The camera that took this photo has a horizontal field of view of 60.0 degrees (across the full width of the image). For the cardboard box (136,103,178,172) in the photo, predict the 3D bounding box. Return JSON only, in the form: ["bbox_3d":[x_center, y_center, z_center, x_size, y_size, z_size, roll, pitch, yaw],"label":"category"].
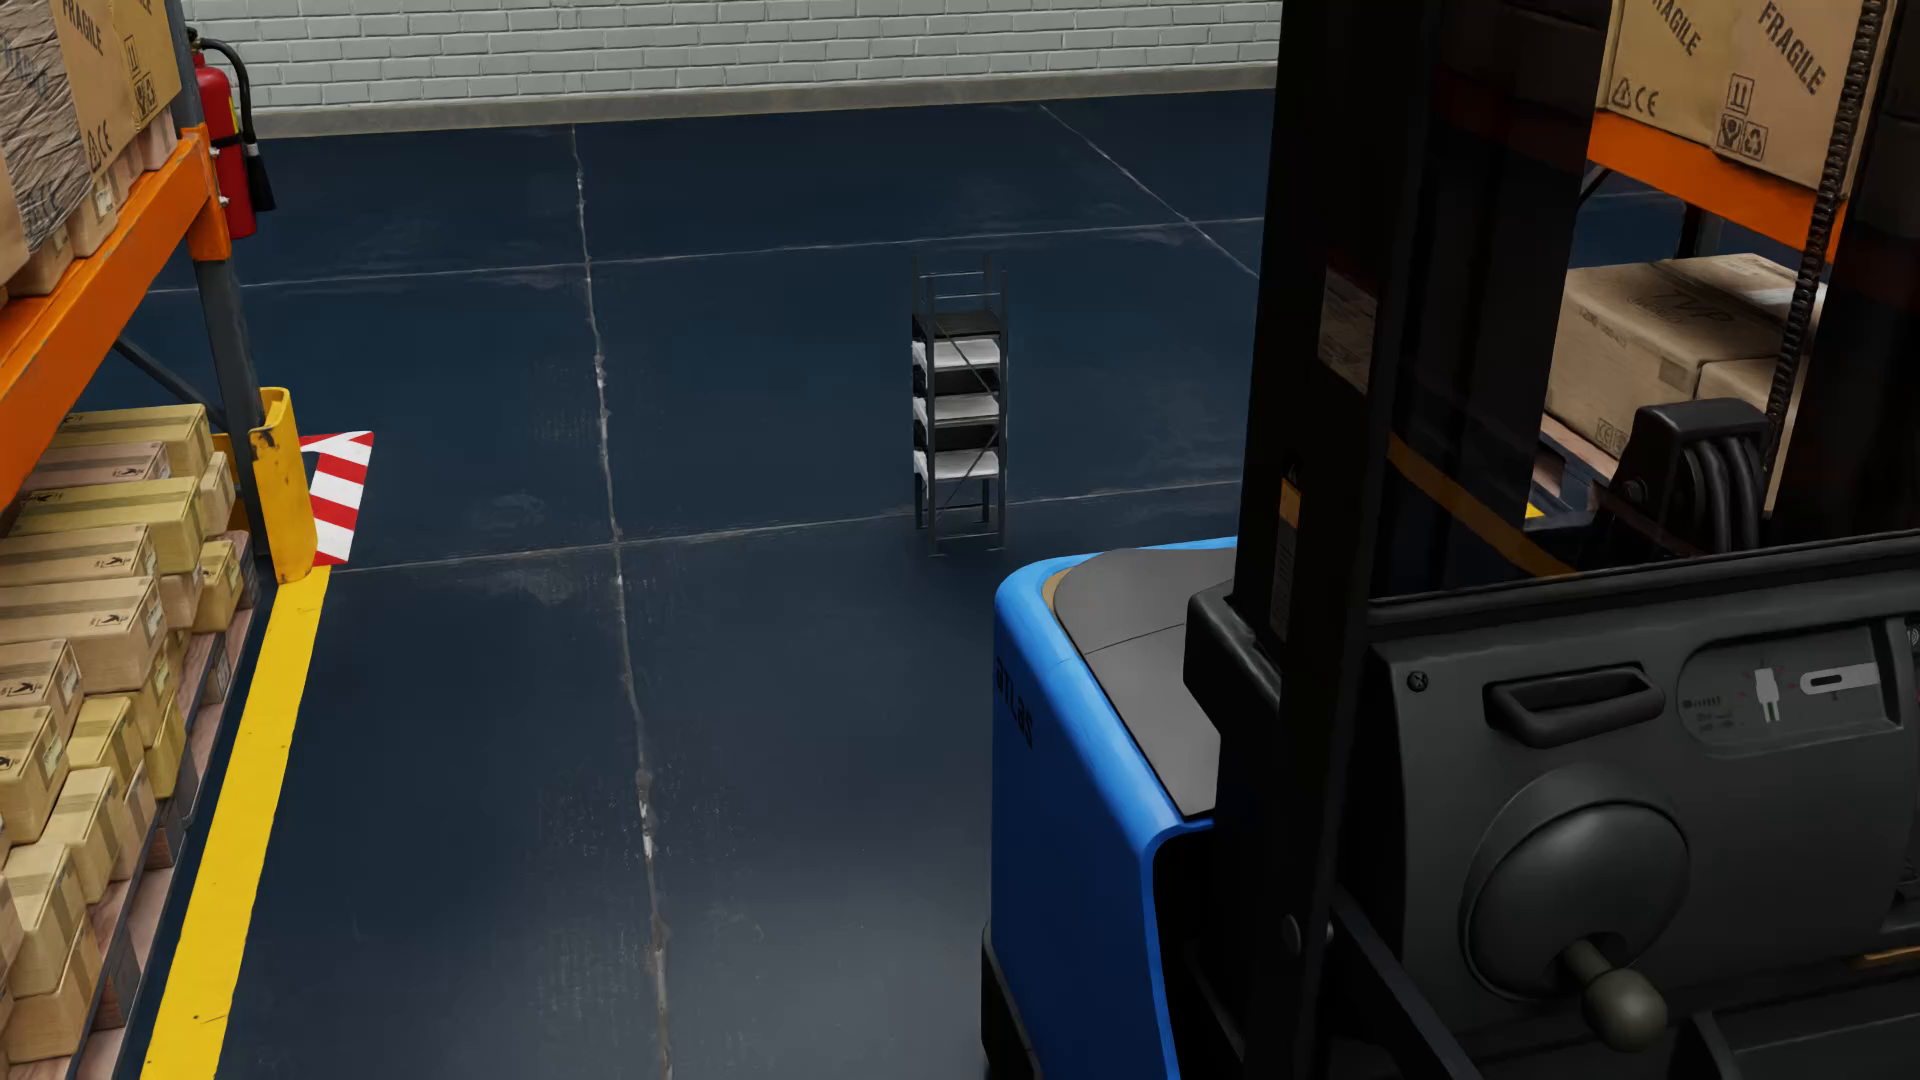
[{"bbox_3d":[-2.239,-1.037,4.254,0.380,0.149,0.250,-6,27,-12],"label":"cardboard box"}]

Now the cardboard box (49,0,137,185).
[{"bbox_3d":[-2.125,-1.043,3.546,0.500,0.500,0.500,-6,27,-12],"label":"cardboard box"}]

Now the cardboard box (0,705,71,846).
[{"bbox_3d":[-1.889,0.451,3.064,0.380,0.149,0.250,-6,27,-11],"label":"cardboard box"}]

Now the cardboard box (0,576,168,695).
[{"bbox_3d":[-1.927,0.212,3.538,0.380,0.149,0.250,-5,27,-10],"label":"cardboard box"}]

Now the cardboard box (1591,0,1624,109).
[{"bbox_3d":[2.041,-1.615,5.010,0.500,0.500,0.500,-6,27,-12],"label":"cardboard box"}]

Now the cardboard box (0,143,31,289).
[{"bbox_3d":[-1.899,-0.601,2.671,0.500,0.500,0.500,-5,27,-9],"label":"cardboard box"}]

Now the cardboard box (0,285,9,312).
[{"bbox_3d":[-2.034,-0.462,3.116,0.380,0.149,0.250,-7,28,-14],"label":"cardboard box"}]

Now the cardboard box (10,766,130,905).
[{"bbox_3d":[-1.814,0.578,3.143,0.380,0.149,0.250,-6,27,-11],"label":"cardboard box"}]

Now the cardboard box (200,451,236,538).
[{"bbox_3d":[-2.191,-0.108,4.503,0.380,0.149,0.250,-7,28,-13],"label":"cardboard box"}]

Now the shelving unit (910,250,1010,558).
[{"bbox_3d":[-0.002,-0.405,5.054,0.258,0.900,0.210,-6,27,-12],"label":"shelving unit"}]

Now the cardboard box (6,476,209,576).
[{"bbox_3d":[-2.039,-0.020,3.998,0.380,0.149,0.250,-7,28,-13],"label":"cardboard box"}]

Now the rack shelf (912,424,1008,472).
[{"bbox_3d":[-0.002,-0.295,5.110,0.258,0.077,0.200,-6,27,-12],"label":"rack shelf"}]

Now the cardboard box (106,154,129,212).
[{"bbox_3d":[-2.148,-0.815,3.815,0.380,0.149,0.250,-6,27,-12],"label":"cardboard box"}]

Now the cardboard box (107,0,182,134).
[{"bbox_3d":[-2.236,-1.270,3.995,0.500,0.500,0.500,-5,27,-11],"label":"cardboard box"}]

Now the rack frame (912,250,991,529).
[{"bbox_3d":[-0.025,-0.450,5.143,0.240,0.900,0.006,-6,27,-12],"label":"rack frame"}]

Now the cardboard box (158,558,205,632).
[{"bbox_3d":[-2.072,0.120,4.051,0.380,0.149,0.250,-7,28,-14],"label":"cardboard box"}]

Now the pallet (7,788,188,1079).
[{"bbox_3d":[-2.151,0.910,3.213,1.003,0.211,1.213,-6,27,-12],"label":"pallet"}]

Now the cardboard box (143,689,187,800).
[{"bbox_3d":[-1.947,0.472,3.684,0.380,0.149,0.250,-7,28,-14],"label":"cardboard box"}]

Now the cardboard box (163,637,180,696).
[{"bbox_3d":[-2.065,0.366,3.893,0.380,0.149,0.250,-6,27,-11],"label":"cardboard box"}]

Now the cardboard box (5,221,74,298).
[{"bbox_3d":[-2.037,-0.587,3.362,0.380,0.149,0.250,-7,28,-14],"label":"cardboard box"}]

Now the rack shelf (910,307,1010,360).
[{"bbox_3d":[-0.002,-0.617,4.948,0.258,0.077,0.200,-6,27,-12],"label":"rack shelf"}]

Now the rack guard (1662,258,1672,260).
[{"bbox_3d":[2.207,-0.705,6.092,1.175,0.500,0.348,-6,27,-12],"label":"rack guard"}]

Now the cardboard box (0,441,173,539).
[{"bbox_3d":[-2.221,-0.121,4.198,0.380,0.149,0.250,-5,27,-11],"label":"cardboard box"}]

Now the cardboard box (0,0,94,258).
[{"bbox_3d":[-2.001,-0.821,3.107,0.500,0.500,0.500,-6,27,-11],"label":"cardboard box"}]

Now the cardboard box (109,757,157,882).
[{"bbox_3d":[-1.905,0.594,3.442,0.380,0.149,0.250,-5,27,-11],"label":"cardboard box"}]

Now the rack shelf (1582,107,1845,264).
[{"bbox_3d":[2.663,-0.611,3.930,1.077,0.370,4.000,-6,27,-12],"label":"rack shelf"}]

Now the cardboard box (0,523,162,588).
[{"bbox_3d":[-2.042,0.100,3.760,0.380,0.149,0.250,-7,28,-14],"label":"cardboard box"}]

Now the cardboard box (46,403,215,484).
[{"bbox_3d":[-2.222,-0.237,4.428,0.380,0.149,0.250,-6,27,-11],"label":"cardboard box"}]

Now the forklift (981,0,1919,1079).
[{"bbox_3d":[0.902,0.276,1.450,1.130,2.935,3.031,-7,28,-13],"label":"forklift"}]

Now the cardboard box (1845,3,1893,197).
[{"bbox_3d":[2.408,-0.952,3.697,0.500,0.500,0.500,-5,27,-10],"label":"cardboard box"}]

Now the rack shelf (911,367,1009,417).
[{"bbox_3d":[-0.002,-0.456,5.029,0.258,0.077,0.200,-6,27,-12],"label":"rack shelf"}]

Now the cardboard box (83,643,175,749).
[{"bbox_3d":[-1.943,0.346,3.604,0.380,0.149,0.250,-6,27,-11],"label":"cardboard box"}]

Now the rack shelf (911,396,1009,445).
[{"bbox_3d":[-0.002,-0.376,5.069,0.258,0.077,0.200,-6,27,-12],"label":"rack shelf"}]

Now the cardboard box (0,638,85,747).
[{"bbox_3d":[-1.976,0.339,3.286,0.380,0.149,0.250,-7,28,-13],"label":"cardboard box"}]

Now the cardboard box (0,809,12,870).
[{"bbox_3d":[-1.872,0.564,2.842,0.380,0.149,0.250,-7,28,-14],"label":"cardboard box"}]

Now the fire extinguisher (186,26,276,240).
[{"bbox_3d":[-2.195,-1.220,4.837,0.296,0.674,0.183,-6,27,-12],"label":"fire extinguisher"}]

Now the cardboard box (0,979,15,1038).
[{"bbox_3d":[-1.788,0.806,2.691,0.380,0.149,0.250,-5,27,-9],"label":"cardboard box"}]

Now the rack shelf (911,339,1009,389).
[{"bbox_3d":[-0.002,-0.536,4.988,0.258,0.077,0.200,-6,27,-12],"label":"rack shelf"}]

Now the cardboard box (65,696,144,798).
[{"bbox_3d":[-1.903,0.460,3.377,0.380,0.149,0.250,-5,27,-9],"label":"cardboard box"}]

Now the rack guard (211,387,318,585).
[{"bbox_3d":[-2.571,-0.114,4.921,1.175,0.500,0.348,-6,27,-12],"label":"rack guard"}]

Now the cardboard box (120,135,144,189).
[{"bbox_3d":[-2.219,-0.924,4.030,0.380,0.149,0.250,-6,27,-12],"label":"cardboard box"}]

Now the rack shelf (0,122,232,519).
[{"bbox_3d":[-2.137,-0.064,2.846,1.077,0.370,4.000,-6,27,-12],"label":"rack shelf"}]

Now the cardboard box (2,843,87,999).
[{"bbox_3d":[-1.783,0.689,2.923,0.380,0.149,0.250,-6,27,-12],"label":"cardboard box"}]

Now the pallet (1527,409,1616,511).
[{"bbox_3d":[2.469,-0.222,5.456,1.003,0.211,1.213,-6,27,-12],"label":"pallet"}]

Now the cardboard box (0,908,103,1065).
[{"bbox_3d":[-1.787,0.820,2.994,0.380,0.149,0.250,-7,28,-13],"label":"cardboard box"}]

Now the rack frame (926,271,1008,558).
[{"bbox_3d":[0.021,-0.361,4.966,0.240,0.900,0.006,-6,27,-12],"label":"rack frame"}]

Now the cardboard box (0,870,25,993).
[{"bbox_3d":[-1.730,0.675,2.621,0.380,0.149,0.250,-5,27,-10],"label":"cardboard box"}]

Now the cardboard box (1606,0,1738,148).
[{"bbox_3d":[2.182,-1.396,4.576,0.500,0.500,0.500,-6,27,-12],"label":"cardboard box"}]

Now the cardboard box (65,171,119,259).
[{"bbox_3d":[-2.068,-0.705,3.598,0.380,0.149,0.250,-5,27,-10],"label":"cardboard box"}]

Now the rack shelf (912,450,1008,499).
[{"bbox_3d":[-0.002,-0.215,5.150,0.258,0.077,0.200,-6,27,-12],"label":"rack shelf"}]

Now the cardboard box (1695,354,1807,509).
[{"bbox_3d":[2.673,-0.173,4.642,0.875,0.438,0.875,-5,27,-10],"label":"cardboard box"}]

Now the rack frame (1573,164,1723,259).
[{"bbox_3d":[2.212,-1.810,5.508,1.000,3.000,0.127,-6,27,-12],"label":"rack frame"}]

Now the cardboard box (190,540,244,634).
[{"bbox_3d":[-2.109,0.134,4.352,0.380,0.149,0.250,-5,27,-10],"label":"cardboard box"}]

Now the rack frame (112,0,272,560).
[{"bbox_3d":[-2.588,-1.263,4.424,1.000,3.000,0.127,-6,27,-12],"label":"rack frame"}]

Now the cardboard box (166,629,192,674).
[{"bbox_3d":[-2.134,0.259,4.105,0.380,0.149,0.250,-6,27,-12],"label":"cardboard box"}]

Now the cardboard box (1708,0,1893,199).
[{"bbox_3d":[2.279,-1.171,4.129,0.500,0.500,0.500,-6,27,-12],"label":"cardboard box"}]

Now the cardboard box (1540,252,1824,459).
[{"bbox_3d":[2.458,-0.574,5.436,0.875,0.438,0.875,-7,28,-13],"label":"cardboard box"}]

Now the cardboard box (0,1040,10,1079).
[{"bbox_3d":[-1.823,0.944,2.749,0.380,0.149,0.250,-7,28,-14],"label":"cardboard box"}]

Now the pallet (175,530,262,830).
[{"bbox_3d":[-2.422,0.375,4.272,1.003,0.211,1.213,-6,27,-12],"label":"pallet"}]

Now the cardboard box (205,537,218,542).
[{"bbox_3d":[-2.266,0.032,4.556,0.380,0.149,0.250,-5,27,-11],"label":"cardboard box"}]
